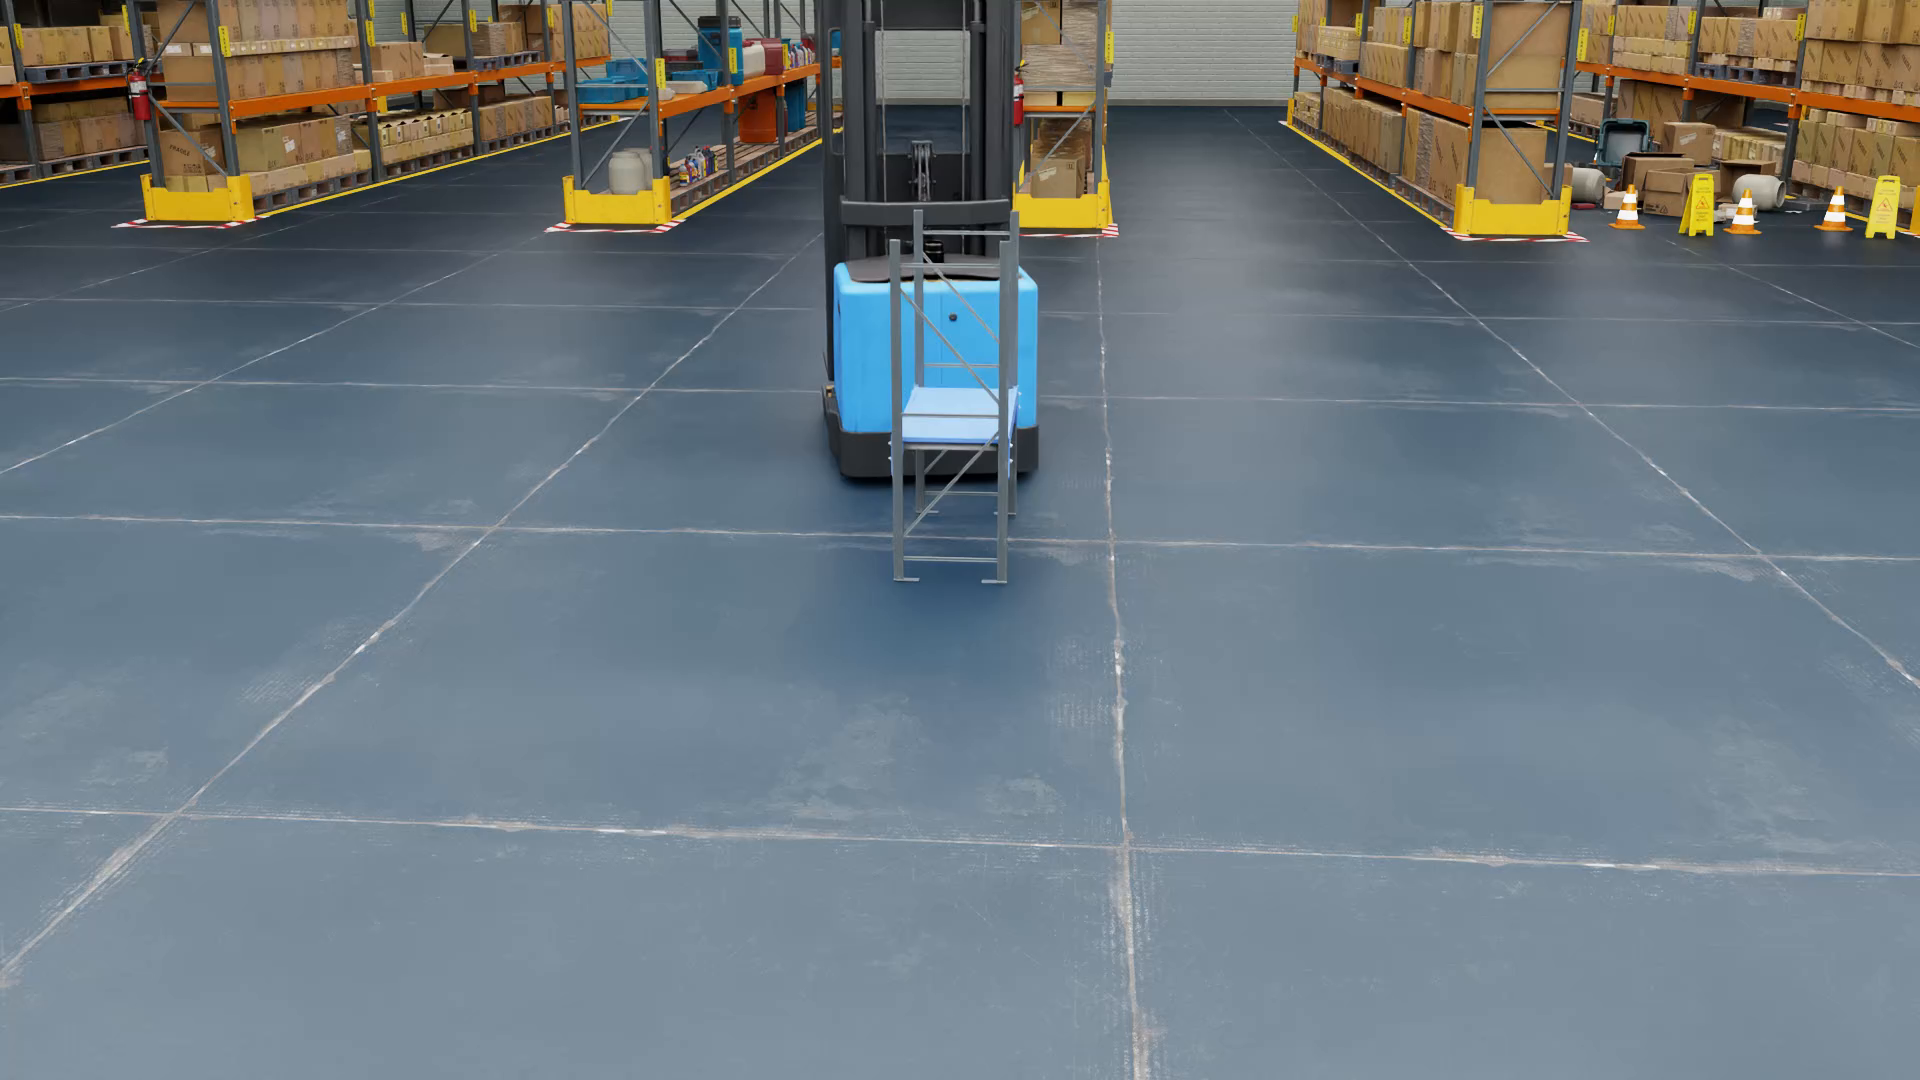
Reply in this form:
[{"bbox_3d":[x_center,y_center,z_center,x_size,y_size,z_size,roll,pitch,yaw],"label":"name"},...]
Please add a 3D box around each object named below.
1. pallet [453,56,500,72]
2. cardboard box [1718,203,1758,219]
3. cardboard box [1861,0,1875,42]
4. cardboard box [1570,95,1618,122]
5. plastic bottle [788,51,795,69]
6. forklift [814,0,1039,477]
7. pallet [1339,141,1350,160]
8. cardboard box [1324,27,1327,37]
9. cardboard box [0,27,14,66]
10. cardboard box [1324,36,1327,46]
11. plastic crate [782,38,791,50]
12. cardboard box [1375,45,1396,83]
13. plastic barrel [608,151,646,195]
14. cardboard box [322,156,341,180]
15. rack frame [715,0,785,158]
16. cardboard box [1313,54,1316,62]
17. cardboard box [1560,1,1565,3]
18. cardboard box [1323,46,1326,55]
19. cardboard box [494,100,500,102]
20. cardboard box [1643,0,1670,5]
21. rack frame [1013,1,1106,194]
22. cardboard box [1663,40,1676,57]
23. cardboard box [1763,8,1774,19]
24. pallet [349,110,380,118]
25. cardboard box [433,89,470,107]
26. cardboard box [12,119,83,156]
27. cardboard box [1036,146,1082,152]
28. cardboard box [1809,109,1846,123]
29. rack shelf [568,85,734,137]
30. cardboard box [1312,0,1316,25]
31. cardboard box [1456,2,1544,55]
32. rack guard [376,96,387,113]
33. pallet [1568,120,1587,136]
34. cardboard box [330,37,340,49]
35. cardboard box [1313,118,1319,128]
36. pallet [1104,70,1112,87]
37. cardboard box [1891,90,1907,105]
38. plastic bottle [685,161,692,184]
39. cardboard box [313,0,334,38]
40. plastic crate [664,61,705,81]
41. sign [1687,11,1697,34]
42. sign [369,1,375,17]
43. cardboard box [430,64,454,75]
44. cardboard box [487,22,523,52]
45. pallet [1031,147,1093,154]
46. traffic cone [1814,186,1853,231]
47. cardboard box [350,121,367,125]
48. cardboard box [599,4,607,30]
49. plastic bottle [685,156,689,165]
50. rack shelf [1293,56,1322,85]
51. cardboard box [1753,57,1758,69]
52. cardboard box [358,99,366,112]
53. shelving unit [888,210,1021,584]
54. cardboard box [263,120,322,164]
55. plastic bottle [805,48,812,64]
[{"bbox_3d":[-8.256,-7.767,27.119,1.213,0.211,1.003,1,18,4],"label":"pallet"},{"bbox_3d":[9.036,-3.816,19.329,0.380,0.149,0.250,12,22,32],"label":"cardboard box"},{"bbox_3d":[10.928,-6.015,19.220,0.700,0.500,0.500,1,18,4],"label":"cardboard box"},{"bbox_3d":[12.099,-8.178,31.504,0.875,0.438,0.875,2,18,5],"label":"cardboard box"},{"bbox_3d":[-2.841,-8.034,27.823,0.152,0.276,0.135,1,18,4],"label":"plastic bottle"},{"bbox_3d":[-0.269,-2.135,9.730,1.130,2.935,3.031,-2,18,-6],"label":"forklift"},{"bbox_3d":[6.644,-6.200,26.504,1.003,0.211,1.213,1,18,4],"label":"pallet"},{"bbox_3d":[6.331,-8.531,27.916,0.380,0.149,0.250,1,18,3],"label":"cardboard box"},{"bbox_3d":[-13.188,-6.654,22.418,0.500,0.500,0.500,1,18,4],"label":"cardboard box"},{"bbox_3d":[6.333,-8.392,27.969,0.380,0.149,0.250,1,18,2],"label":"cardboard box"},{"bbox_3d":[-3.314,-8.951,30.351,0.392,0.384,0.575,1,18,4],"label":"plastic crate"},{"bbox_3d":[6.177,-6.727,23.475,0.500,0.500,0.500,1,18,3],"label":"cardboard box"},{"bbox_3d":[-3.897,-4.274,19.469,0.421,0.512,0.421,0,18,0],"label":"plastic barrel"},{"bbox_3d":[-8.403,-4.837,21.610,0.500,0.250,0.500,1,18,4],"label":"cardboard box"},{"bbox_3d":[-3.294,-7.535,26.101,1.000,3.000,0.127,1,18,4],"label":"rack frame"},{"bbox_3d":[6.681,-8.828,30.450,0.380,0.149,0.250,1,18,2],"label":"cardboard box"},{"bbox_3d":[11.803,-10.414,32.081,0.380,0.149,0.250,2,18,5],"label":"cardboard box"},{"bbox_3d":[6.331,-8.251,28.015,0.380,0.149,0.250,1,18,4],"label":"cardboard box"},{"bbox_3d":[-8.296,-7.444,29.132,0.500,0.500,0.500,2,18,5],"label":"cardboard box"},{"bbox_3d":[12.099,-9.368,28.889,0.380,0.149,0.250,1,18,3],"label":"cardboard box"},{"bbox_3d":[1.073,-4.940,18.180,1.000,3.000,0.127,1,18,4],"label":"rack frame"},{"bbox_3d":[11.345,-7.685,25.996,0.500,0.250,0.500,1,18,2],"label":"cardboard box"},{"bbox_3d":[11.084,-7.106,22.437,0.380,0.149,0.250,1,18,2],"label":"cardboard box"},{"bbox_3d":[-12.581,-8.665,34.029,1.003,0.211,1.213,1,18,4],"label":"pallet"},{"bbox_3d":[-8.402,-7.337,27.602,0.500,0.250,0.500,2,18,6],"label":"cardboard box"},{"bbox_3d":[-13.439,-5.925,24.497,0.700,0.500,0.500,1,18,3],"label":"cardboard box"},{"bbox_3d":[1.207,-4.525,20.256,0.500,0.500,0.500,3,18,9],"label":"cardboard box"},{"bbox_3d":[10.864,-5.303,20.786,0.380,0.149,0.250,2,18,5],"label":"cardboard box"},{"bbox_3d":[-3.724,-5.329,20.526,1.077,0.370,4.000,1,18,4],"label":"rack shelf"},{"bbox_3d":[6.719,-9.660,30.342,0.500,0.500,0.500,2,18,5],"label":"cardboard box"},{"bbox_3d":[6.025,-5.669,18.432,0.875,0.550,0.550,1,18,4],"label":"cardboard box"},{"bbox_3d":[-12.600,-9.060,34.770,1.175,0.500,0.348,1,18,4],"label":"rack guard"},{"bbox_3d":[12.035,-7.734,31.189,1.003,0.211,1.213,1,18,4],"label":"pallet"},{"bbox_3d":[-8.363,-6.513,21.779,0.380,0.149,0.250,1,18,2],"label":"cardboard box"},{"bbox_3d":[6.561,-7.499,29.894,0.380,0.149,0.250,2,18,5],"label":"cardboard box"},{"bbox_3d":[1.559,-6.325,22.716,1.003,0.211,1.213,1,18,4],"label":"pallet"},{"bbox_3d":[10.706,-4.961,18.649,0.380,0.149,0.250,2,18,5],"label":"cardboard box"},{"bbox_3d":[-3.392,-4.594,20.783,0.061,0.283,0.133,2,18,5],"label":"plastic bottle"},{"bbox_3d":[-8.582,-6.773,21.533,0.700,0.500,0.500,1,18,4],"label":"cardboard box"},{"bbox_3d":[-3.745,-6.103,21.831,0.767,0.338,0.504,1,18,4],"label":"plastic crate"},{"bbox_3d":[10.977,-7.765,24.942,0.100,0.325,0.005,1,18,4],"label":"sign"},{"bbox_3d":[-12.062,-10.887,34.091,0.100,0.325,0.005,1,18,4],"label":"sign"},{"bbox_3d":[-8.023,-7.242,25.609,0.380,0.149,0.250,1,18,4],"label":"cardboard box"},{"bbox_3d":[-8.205,-8.994,29.718,0.700,0.500,0.500,-5,19,-15],"label":"cardboard box"},{"bbox_3d":[1.589,-5.856,25.457,1.003,0.211,1.213,1,18,4],"label":"pallet"},{"bbox_3d":[9.701,-3.675,18.396,0.336,0.463,0.334,1,18,4],"label":"traffic cone"},{"bbox_3d":[-8.747,-5.857,23.823,0.500,0.311,0.500,2,18,5],"label":"cardboard box"},{"bbox_3d":[-7.418,-10.509,33.412,0.500,0.500,0.500,1,18,3],"label":"cardboard box"},{"bbox_3d":[-3.498,-4.796,21.399,0.061,0.283,0.133,1,18,4],"label":"plastic bottle"},{"bbox_3d":[7.016,-8.804,31.129,1.077,0.370,4.000,1,18,4],"label":"rack shelf"},{"bbox_3d":[11.093,-6.523,22.743,0.380,0.149,0.250,1,18,4],"label":"cardboard box"},{"bbox_3d":[-12.552,-9.033,34.012,0.700,0.500,0.500,1,18,4],"label":"cardboard box"},{"bbox_3d":[-0.006,-0.686,7.609,0.538,1.500,1.048,1,18,4],"label":"shelving unit"},{"bbox_3d":[-8.437,-5.038,21.020,0.500,0.500,0.500,1,18,4],"label":"cardboard box"},{"bbox_3d":[-2.713,-8.588,29.516,0.152,0.276,0.135,1,18,4],"label":"plastic bottle"}]
